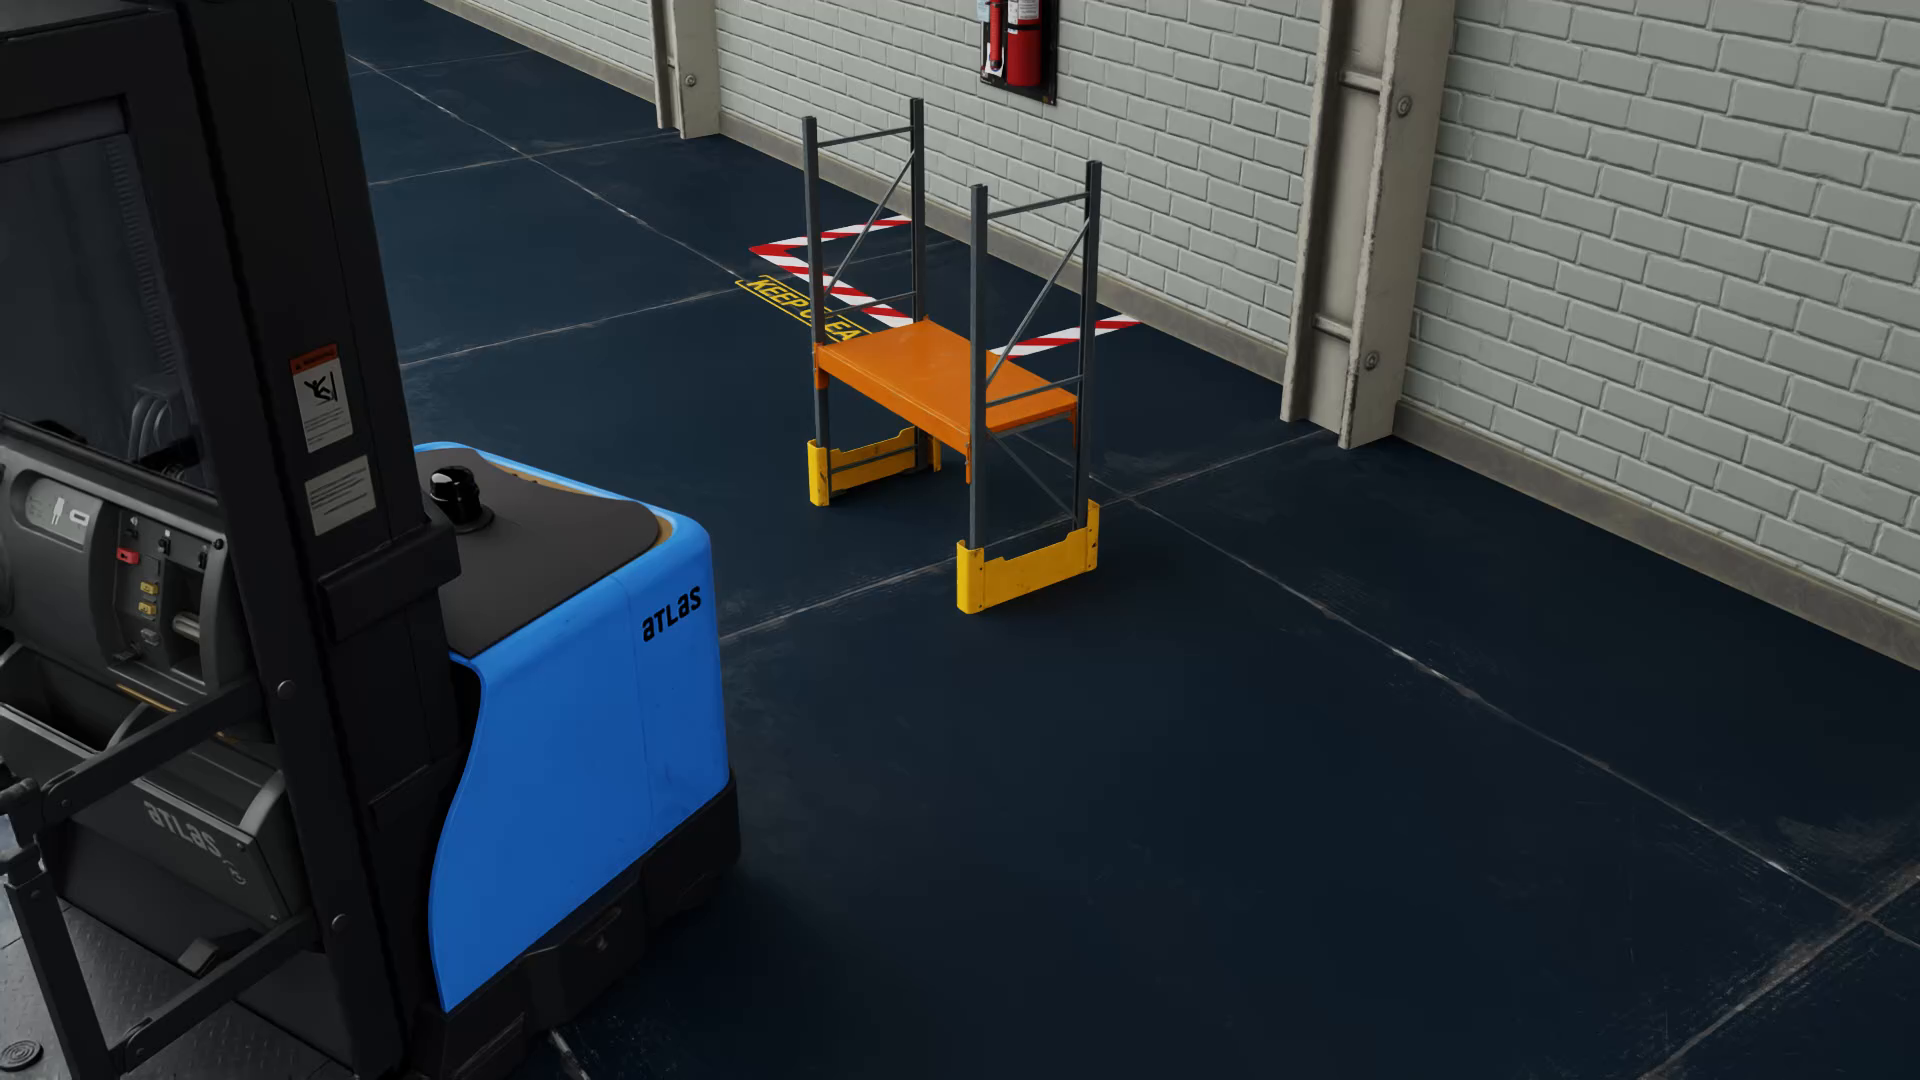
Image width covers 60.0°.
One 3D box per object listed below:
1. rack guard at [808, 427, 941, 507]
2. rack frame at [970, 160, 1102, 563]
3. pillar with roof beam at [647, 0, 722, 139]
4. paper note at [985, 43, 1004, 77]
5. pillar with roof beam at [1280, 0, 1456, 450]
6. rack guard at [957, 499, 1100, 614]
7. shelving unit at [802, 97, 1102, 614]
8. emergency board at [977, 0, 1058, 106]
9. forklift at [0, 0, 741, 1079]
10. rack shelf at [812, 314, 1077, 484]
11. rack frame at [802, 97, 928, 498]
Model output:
[{"bbox_3d":[-0.333,-0.333,6.601,0.587,0.250,0.087,-19,34,-31],"label":"rack guard"},{"bbox_3d":[0.245,-0.495,5.589,0.500,1.500,0.032,-19,34,-31],"label":"rack frame"},{"bbox_3d":[-5.361,-5.591,7.115,9.100,9.000,0.400,-19,34,-31],"label":"pillar with roof beam"},{"bbox_3d":[0.177,-2.486,8.607,0.016,0.148,0.142,-19,34,-31],"label":"paper note"},{"bbox_3d":[-1.881,-3.258,2.820,9.100,9.000,0.400,-19,34,-31],"label":"pillar with roof beam"},{"bbox_3d":[0.245,0.054,5.888,0.587,0.250,0.087,-19,34,-31],"label":"rack guard"},{"bbox_3d":[-0.044,-0.689,5.947,0.587,1.500,1.083,-19,34,-31],"label":"shelving unit"},{"bbox_3d":[0.224,-2.785,8.235,0.194,1.169,0.643,-19,34,-31],"label":"emergency board"},{"bbox_3d":[-1.808,0.085,3.023,1.130,2.935,3.031,17,33,28],"label":"forklift"},{"bbox_3d":[-0.049,-0.534,6.039,0.538,0.185,1.000,-19,34,-31],"label":"rack shelf"},{"bbox_3d":[-0.344,-0.890,6.317,0.500,1.500,0.032,-19,34,-31],"label":"rack frame"}]
